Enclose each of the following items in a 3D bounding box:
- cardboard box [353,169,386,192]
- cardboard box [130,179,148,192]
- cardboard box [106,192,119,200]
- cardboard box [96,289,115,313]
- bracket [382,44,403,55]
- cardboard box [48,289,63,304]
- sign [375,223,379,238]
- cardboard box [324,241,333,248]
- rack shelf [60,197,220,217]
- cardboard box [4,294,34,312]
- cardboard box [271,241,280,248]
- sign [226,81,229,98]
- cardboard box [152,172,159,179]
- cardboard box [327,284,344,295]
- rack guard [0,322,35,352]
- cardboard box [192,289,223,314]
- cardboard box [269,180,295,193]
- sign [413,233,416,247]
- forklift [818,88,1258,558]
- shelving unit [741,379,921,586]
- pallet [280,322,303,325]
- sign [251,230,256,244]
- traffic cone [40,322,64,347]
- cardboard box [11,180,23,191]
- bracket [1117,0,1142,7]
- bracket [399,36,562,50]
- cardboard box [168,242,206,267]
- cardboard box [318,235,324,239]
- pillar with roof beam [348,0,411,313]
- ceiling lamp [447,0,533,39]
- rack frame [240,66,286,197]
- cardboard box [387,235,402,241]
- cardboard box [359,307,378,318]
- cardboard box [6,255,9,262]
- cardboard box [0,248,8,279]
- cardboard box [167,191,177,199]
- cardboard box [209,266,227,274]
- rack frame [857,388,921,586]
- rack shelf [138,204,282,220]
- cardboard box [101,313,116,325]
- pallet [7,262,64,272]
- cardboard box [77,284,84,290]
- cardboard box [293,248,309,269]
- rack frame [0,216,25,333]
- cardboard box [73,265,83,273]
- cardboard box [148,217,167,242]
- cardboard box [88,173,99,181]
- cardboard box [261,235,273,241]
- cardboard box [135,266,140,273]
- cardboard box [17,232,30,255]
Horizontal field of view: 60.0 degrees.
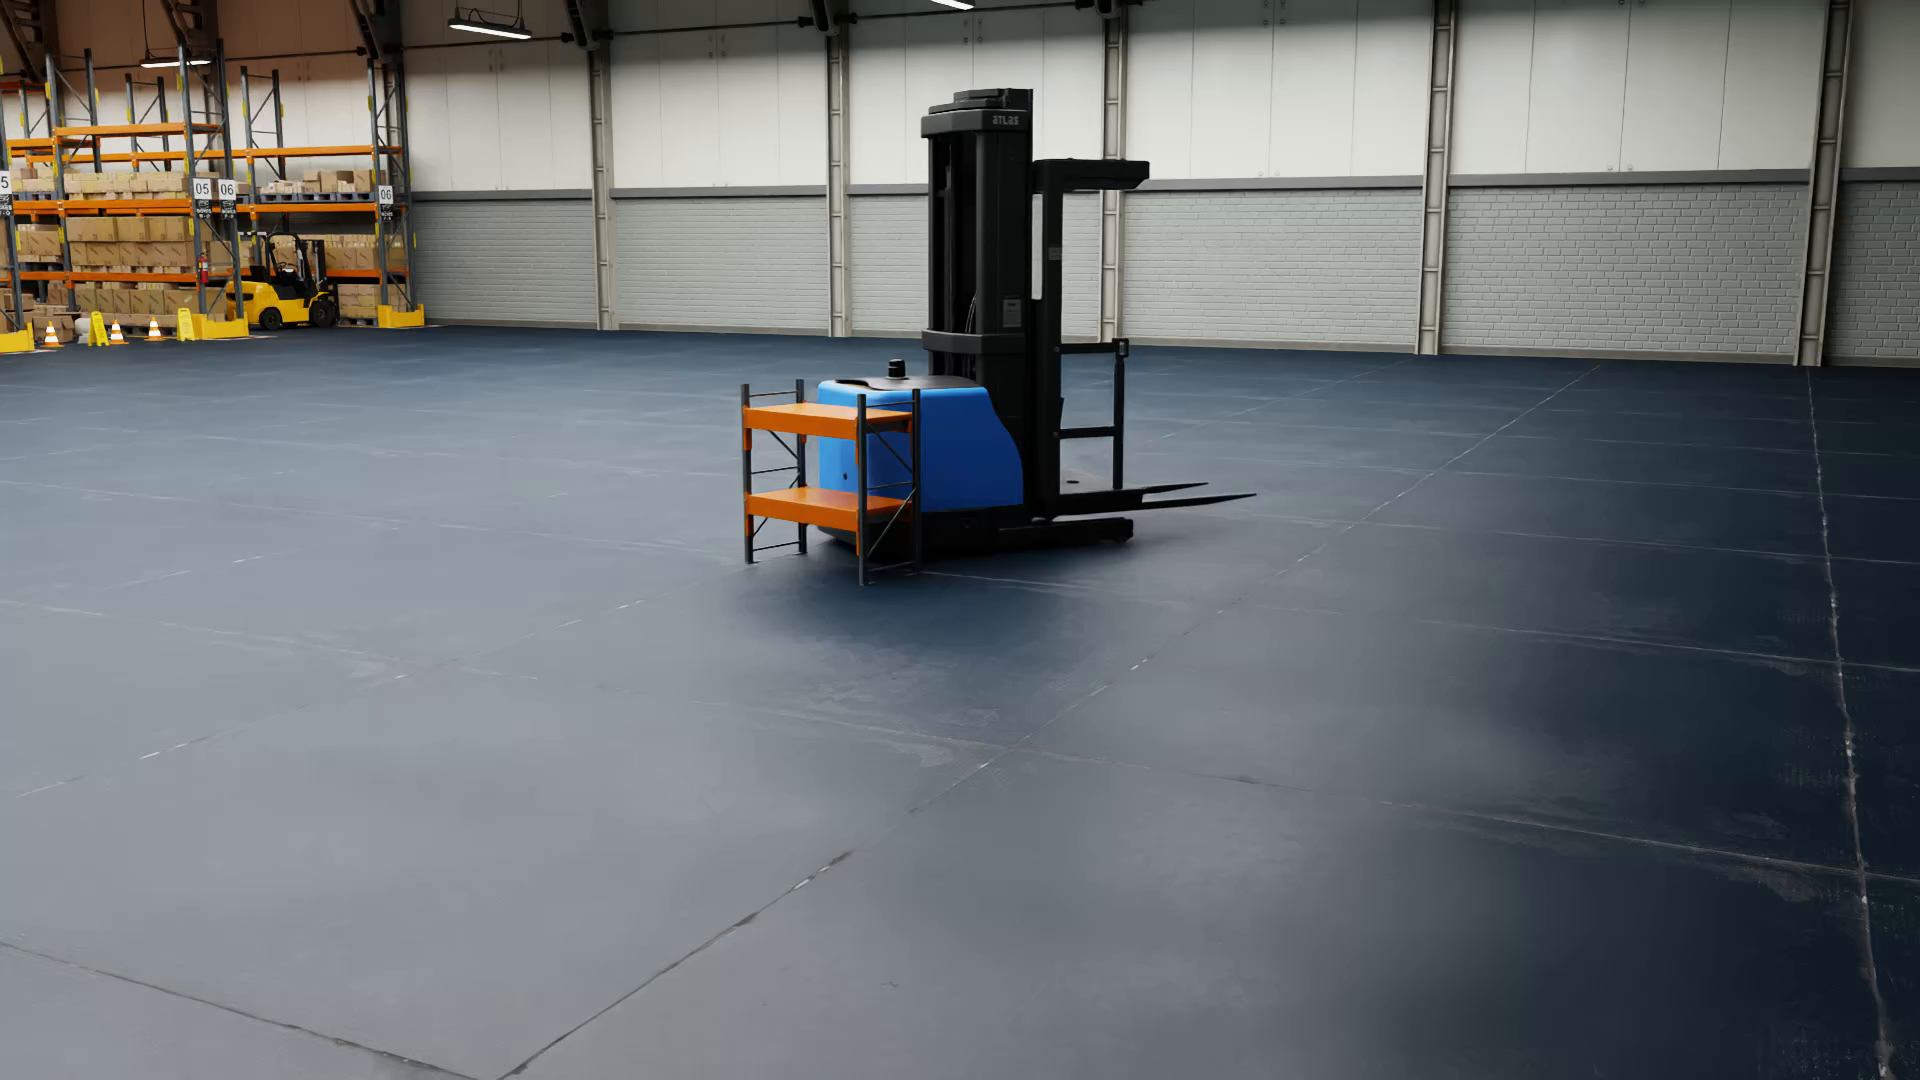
[{"bbox_3d":[-13.531,-8.235,38.147,0.500,0.500,0.500,5,12,28],"label":"cardboard box"},{"bbox_3d":[-16.715,-7.291,34.256,0.500,0.250,0.500,5,12,27],"label":"cardboard box"},{"bbox_3d":[-17.518,-7.153,34.616,0.250,0.149,0.380,5,11,25],"label":"cardboard box"},{"bbox_3d":[-17.911,-5.073,35.274,0.500,0.500,0.500,6,12,28],"label":"cardboard box"},{"bbox_3d":[-13.037,-11.291,38.241,0.430,0.232,0.235,5,11,26],"label":"bracket"},{"bbox_3d":[-23.453,-6.306,43.492,0.500,0.500,0.500,6,12,28],"label":"cardboard box"},{"bbox_3d":[-13.279,-7.059,37.894,0.005,0.325,0.100,5,11,26],"label":"sign"},{"bbox_3d":[-14.622,-6.906,38.865,0.250,0.149,0.380,5,11,26],"label":"cardboard box"},{"bbox_3d":[-17.013,-6.945,34.777,4.000,0.370,1.077,5,11,26],"label":"rack shelf"},{"bbox_3d":[-19.567,-4.836,34.423,0.500,0.500,0.500,5,11,26],"label":"cardboard box"},{"bbox_3d":[-16.211,-7.055,39.684,0.250,0.149,0.380,5,12,27],"label":"cardboard box"},{"bbox_3d":[-14.979,-9.202,33.964,0.005,0.325,0.100,5,11,26],"label":"sign"},{"bbox_3d":[-16.309,-7.461,34.078,0.250,0.149,0.380,5,11,26],"label":"cardboard box"},{"bbox_3d":[-14.495,-5.868,38.963,0.500,0.250,0.500,5,11,27],"label":"cardboard box"},{"bbox_3d":[-17.297,-3.635,29.910,0.348,0.500,1.175,5,11,26],"label":"rack guard"},{"bbox_3d":[-15.842,-4.997,34.855,0.500,0.500,0.500,5,11,24],"label":"cardboard box"},{"bbox_3d":[-15.975,-8.357,39.350,0.500,0.311,0.500,5,12,27],"label":"cardboard box"},{"bbox_3d":[-12.775,-7.011,38.894,0.005,0.325,0.100,5,11,26],"label":"sign"},{"bbox_3d":[0.600,-1.486,11.211,3.031,2.935,1.130,-5,11,-25],"label":"forklift"},{"bbox_3d":[-0.792,-0.378,10.159,1.048,1.125,0.538,9,14,41],"label":"shelving unit"},{"bbox_3d":[-15.919,-5.332,40.098,1.213,0.211,1.003,5,11,26],"label":"pallet"},{"bbox_3d":[-16.845,-7.217,39.654,0.005,0.325,0.100,5,11,26],"label":"sign"},{"bbox_3d":[-17.167,-3.887,31.408,0.334,0.463,0.336,5,11,26],"label":"traffic cone"},{"bbox_3d":[-20.303,-7.693,36.134,0.500,0.250,0.500,5,11,27],"label":"cardboard box"},{"bbox_3d":[3.105,-9.873,30.404,0.430,0.232,0.235,5,11,26],"label":"bracket"},{"bbox_3d":[-10.711,-11.087,37.112,4.783,0.066,0.076,5,11,26],"label":"bracket"},{"bbox_3d":[-15.828,-5.860,34.067,0.500,0.500,0.500,5,11,25],"label":"cardboard box"},{"bbox_3d":[-14.819,-7.087,39.031,0.250,0.149,0.380,5,11,27],"label":"cardboard box"},{"bbox_3d":[-15.157,-8.922,35.257,0.548,9.000,9.100,5,11,26],"label":"pillar with roof beam"},{"bbox_3d":[-8.649,-11.134,31.090,0.800,3.185,2.000,5,11,26],"label":"ceiling lamp"},{"bbox_3d":[-16.613,-9.725,39.699,0.127,3.000,1.000,5,11,26],"label":"rack frame"},{"bbox_3d":[-13.233,-7.034,38.733,0.250,0.149,0.380,5,11,25],"label":"cardboard box"},{"bbox_3d":[-13.587,-5.298,38.625,0.500,0.250,0.500,5,11,26],"label":"cardboard box"},{"bbox_3d":[-20.756,-6.188,36.526,0.250,0.149,0.380,5,12,28],"label":"cardboard box"},{"bbox_3d":[-17.672,-4.962,29.806,0.550,0.550,0.875,5,11,26],"label":"cardboard box"},{"bbox_3d":[-15.901,-7.015,33.853,0.250,0.149,0.380,5,11,26],"label":"cardboard box"},{"bbox_3d":[-15.432,-5.601,34.463,0.250,0.149,0.380,5,11,26],"label":"cardboard box"},{"bbox_3d":[-0.413,-0.317,9.825,0.032,1.125,0.500,9,14,41],"label":"rack frame"},{"bbox_3d":[-18.407,-8.053,40.901,4.000,0.370,1.077,5,11,26],"label":"rack shelf"},{"bbox_3d":[-17.913,-4.704,35.341,0.500,0.250,0.500,6,12,29],"label":"cardboard box"},{"bbox_3d":[-20.600,-6.052,36.784,1.213,0.211,1.003,5,11,26],"label":"pallet"},{"bbox_3d":[-22.606,-6.556,43.050,0.250,0.149,0.380,5,11,26],"label":"cardboard box"},{"bbox_3d":[-15.402,-6.668,39.369,0.500,0.500,0.500,5,11,25],"label":"cardboard box"},{"bbox_3d":[-17.319,-4.867,29.698,0.127,3.000,1.000,5,11,26],"label":"rack frame"},{"bbox_3d":[-18.666,-5.781,35.453,0.250,0.149,0.380,5,11,26],"label":"cardboard box"},{"bbox_3d":[-16.224,-6.399,34.242,0.500,0.500,0.700,5,11,26],"label":"cardboard box"},{"bbox_3d":[-17.966,-7.585,34.762,0.250,0.149,0.380,5,11,25],"label":"cardboard box"},{"bbox_3d":[-16.459,-7.216,39.739,0.250,0.149,0.380,5,12,27],"label":"cardboard box"},{"bbox_3d":[-17.011,-5.660,34.789,0.250,0.149,0.380,5,11,26],"label":"cardboard box"},{"bbox_3d":[-20.227,-6.463,36.222,0.500,0.500,0.500,5,12,28],"label":"cardboard box"}]
